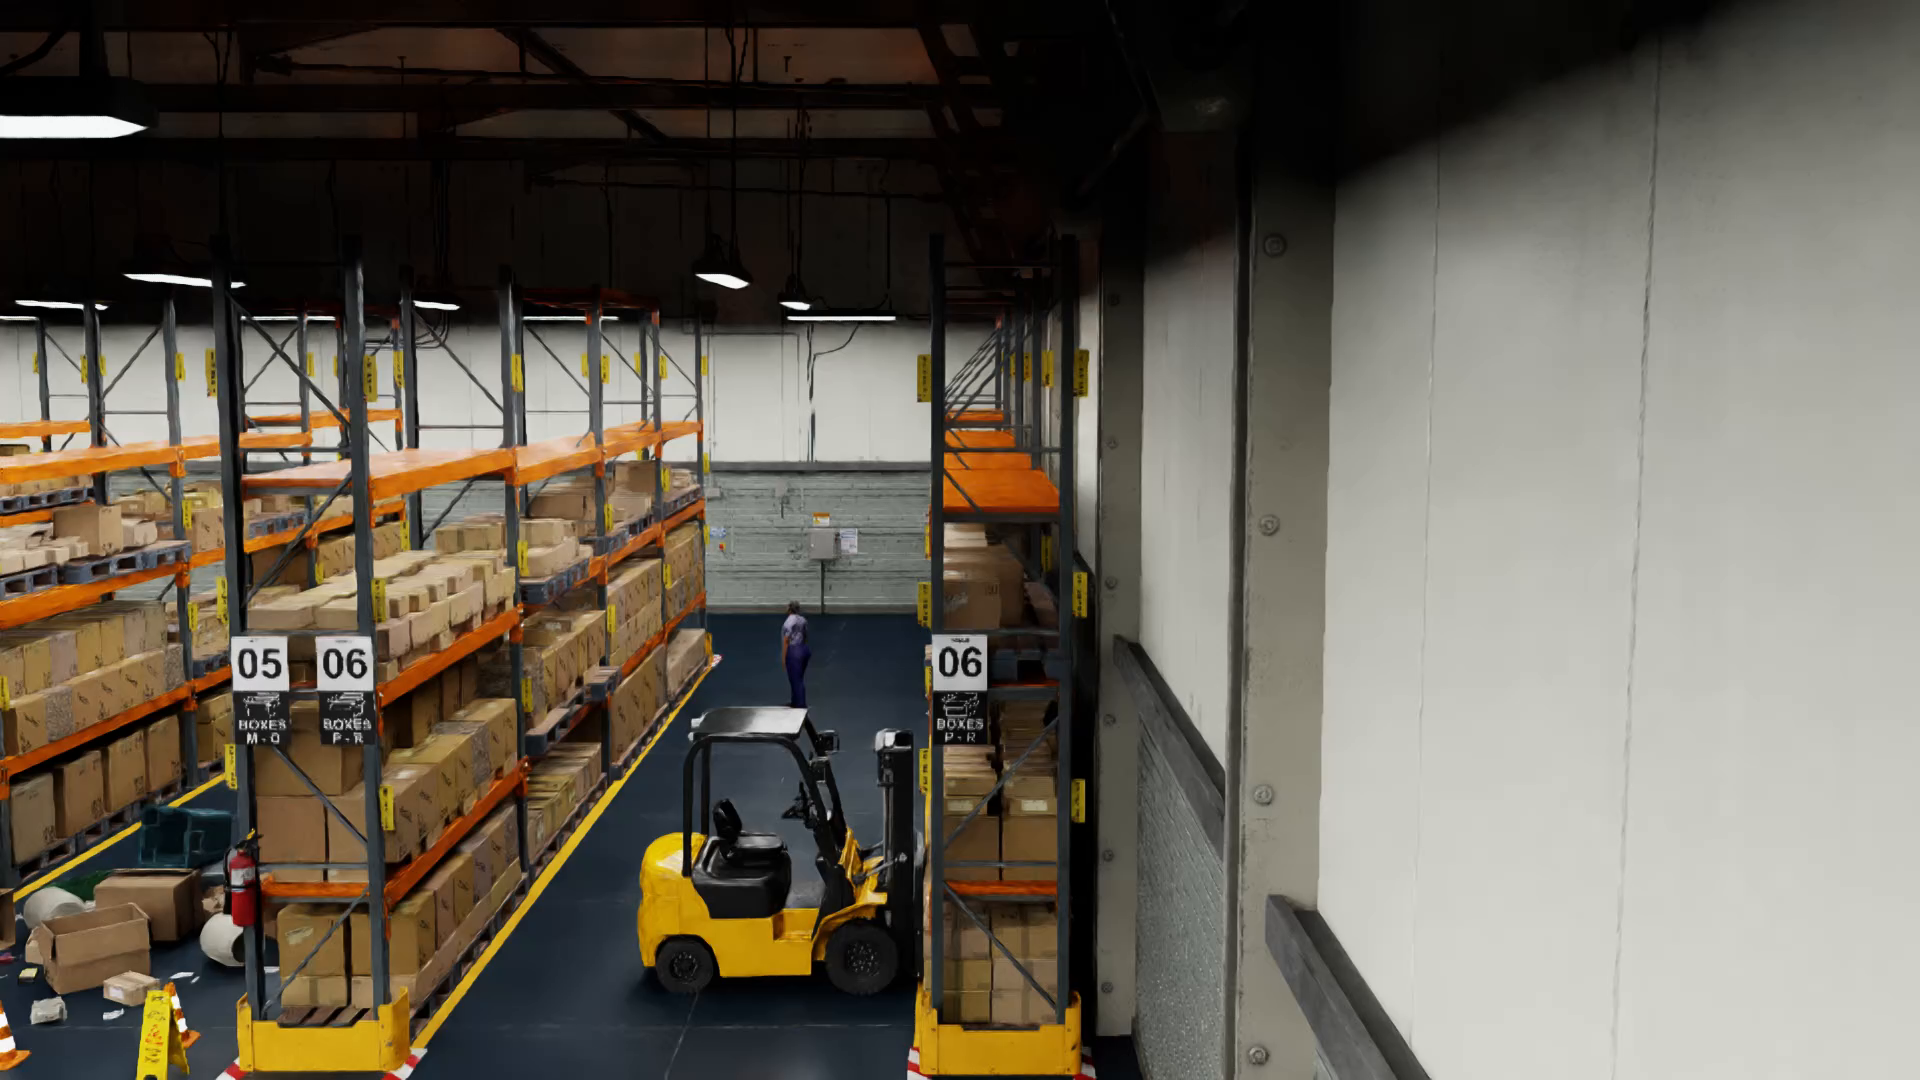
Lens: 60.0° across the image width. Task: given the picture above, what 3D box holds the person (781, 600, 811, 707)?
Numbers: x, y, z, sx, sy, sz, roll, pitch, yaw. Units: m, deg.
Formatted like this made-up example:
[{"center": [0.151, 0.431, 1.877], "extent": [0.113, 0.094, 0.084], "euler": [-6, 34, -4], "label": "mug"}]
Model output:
[{"center": [-2.416, 1.685, 24.106], "extent": [0.560, 1.628, 0.612], "euler": [3, 7, 24], "label": "person"}]
